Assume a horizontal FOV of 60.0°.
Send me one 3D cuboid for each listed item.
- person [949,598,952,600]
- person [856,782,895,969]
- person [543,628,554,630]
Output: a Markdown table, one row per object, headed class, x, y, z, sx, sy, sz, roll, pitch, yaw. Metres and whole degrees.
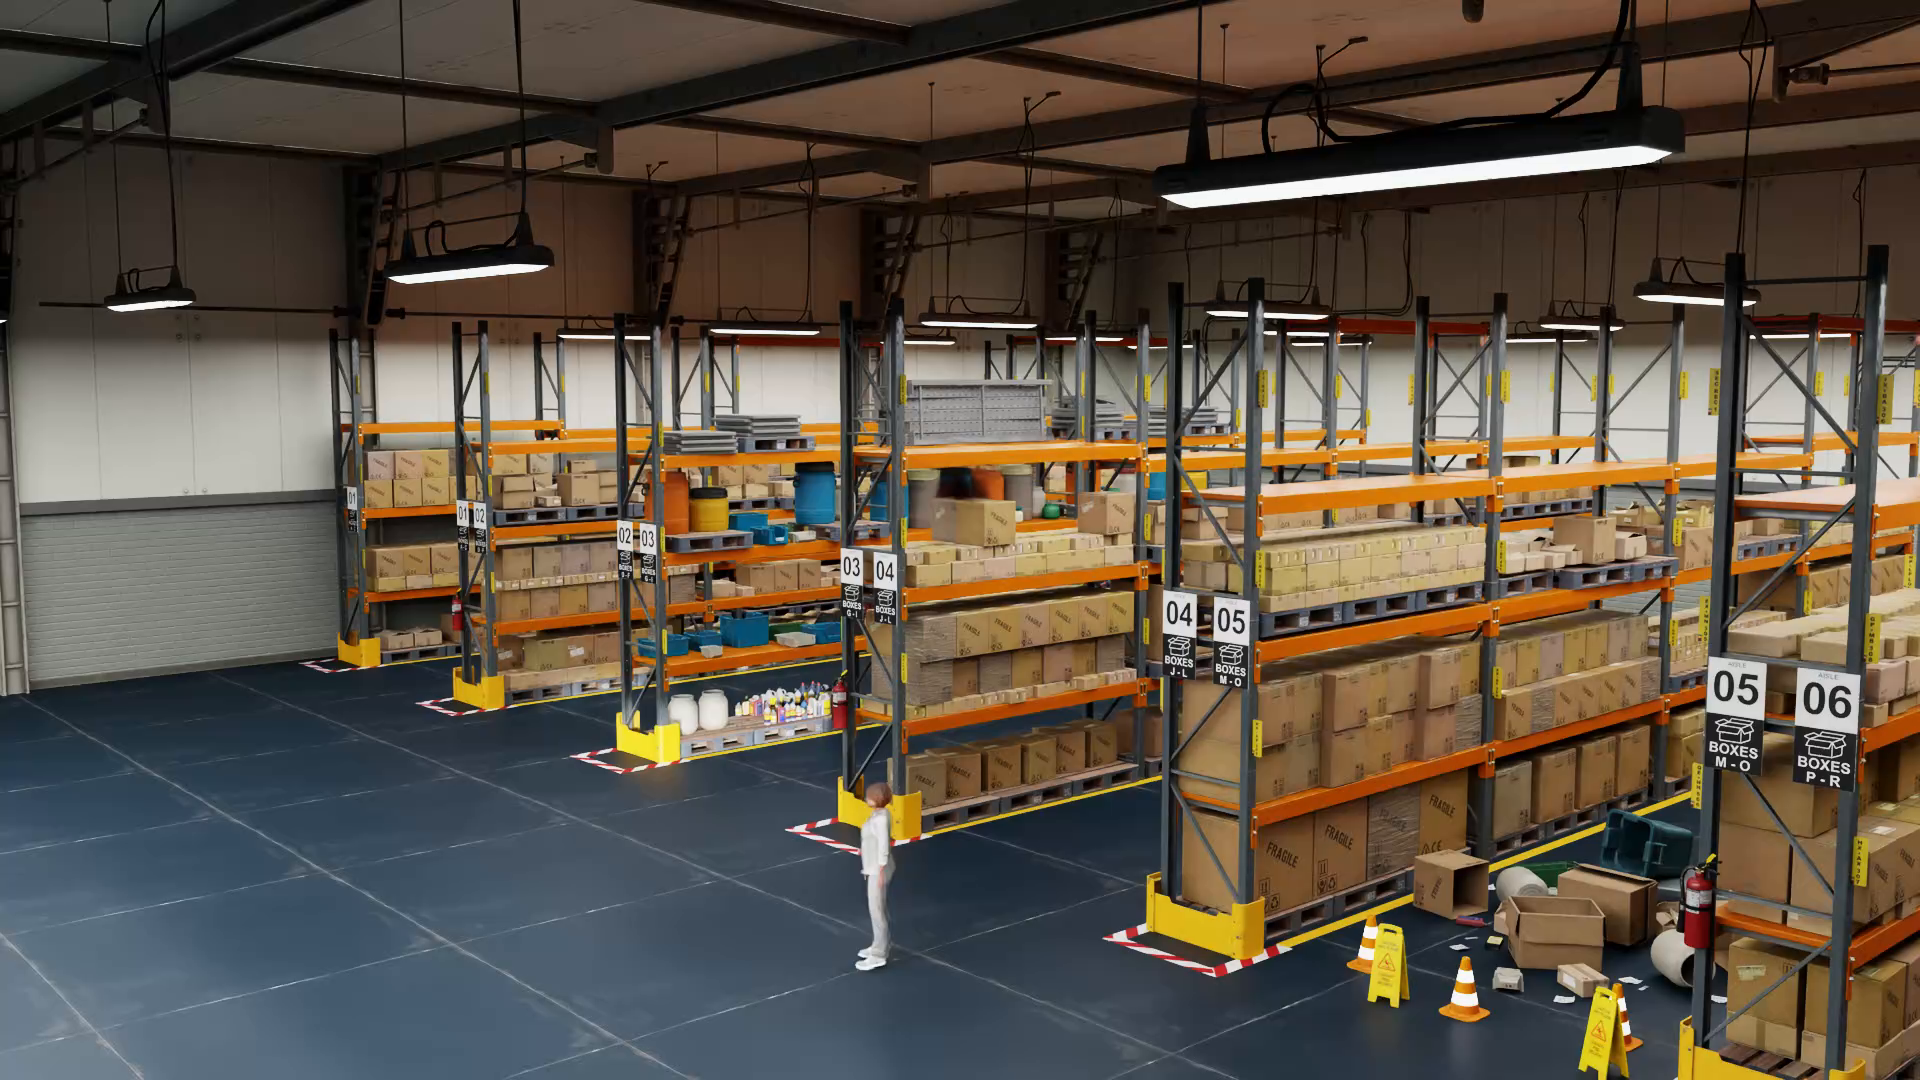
| class | x | y | z | sx | sy | sz | roll | pitch | yaw |
| --- | --- | --- | --- | --- | --- | --- | --- | --- | --- |
| person | -0.042 | 1.341 | 29.720 | 1.063 | 1.731 | 0.644 | -5 | 8 | -43 |
| person | -0.749 | 2.928 | 14.635 | 0.351 | 1.613 | 0.445 | 0 | 6 | -4 |
| person | -7.349 | 1.381 | 29.812 | 0.482 | 1.676 | 0.973 | 4 | 7 | 34 |
